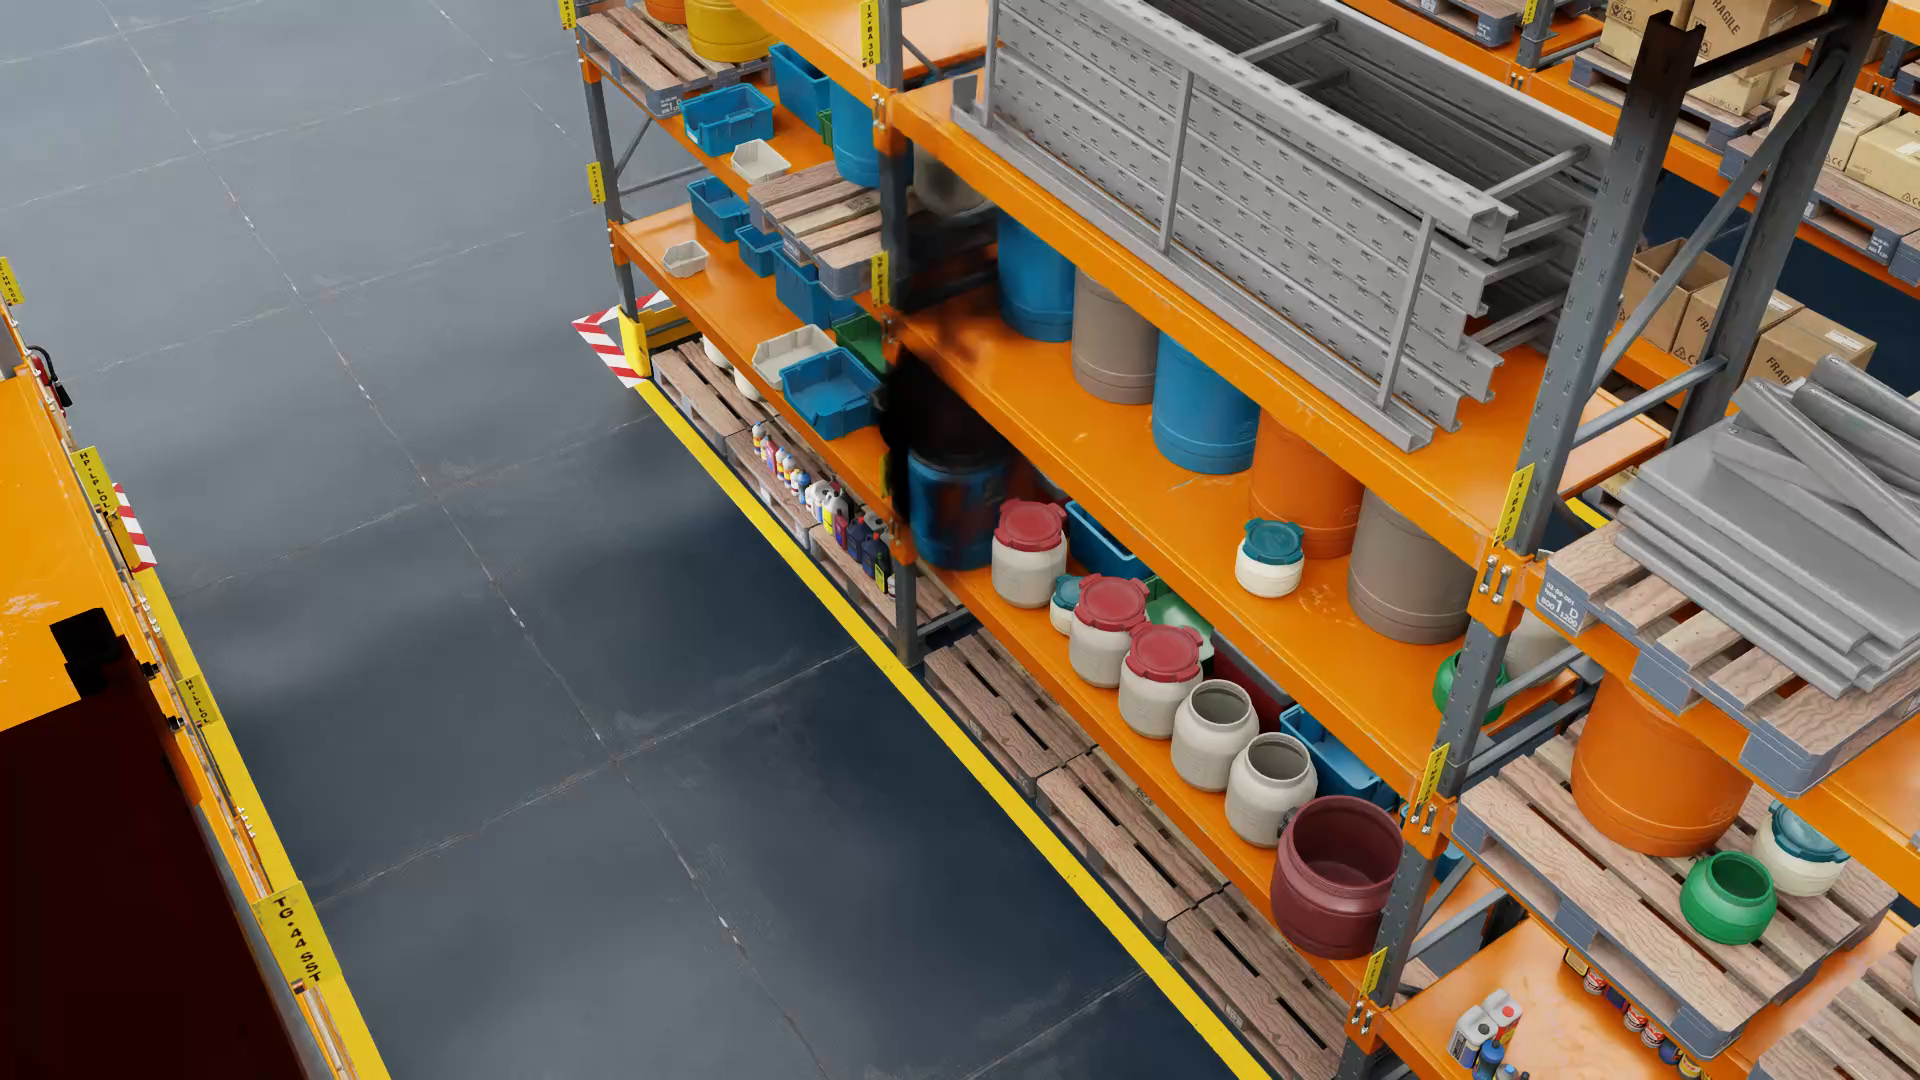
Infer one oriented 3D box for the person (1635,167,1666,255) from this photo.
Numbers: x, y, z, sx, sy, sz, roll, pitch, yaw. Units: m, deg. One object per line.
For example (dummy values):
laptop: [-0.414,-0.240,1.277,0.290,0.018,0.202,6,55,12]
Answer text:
person: [5.541,-2.919,13.629,0.879,1.733,0.647,34,52,31]
